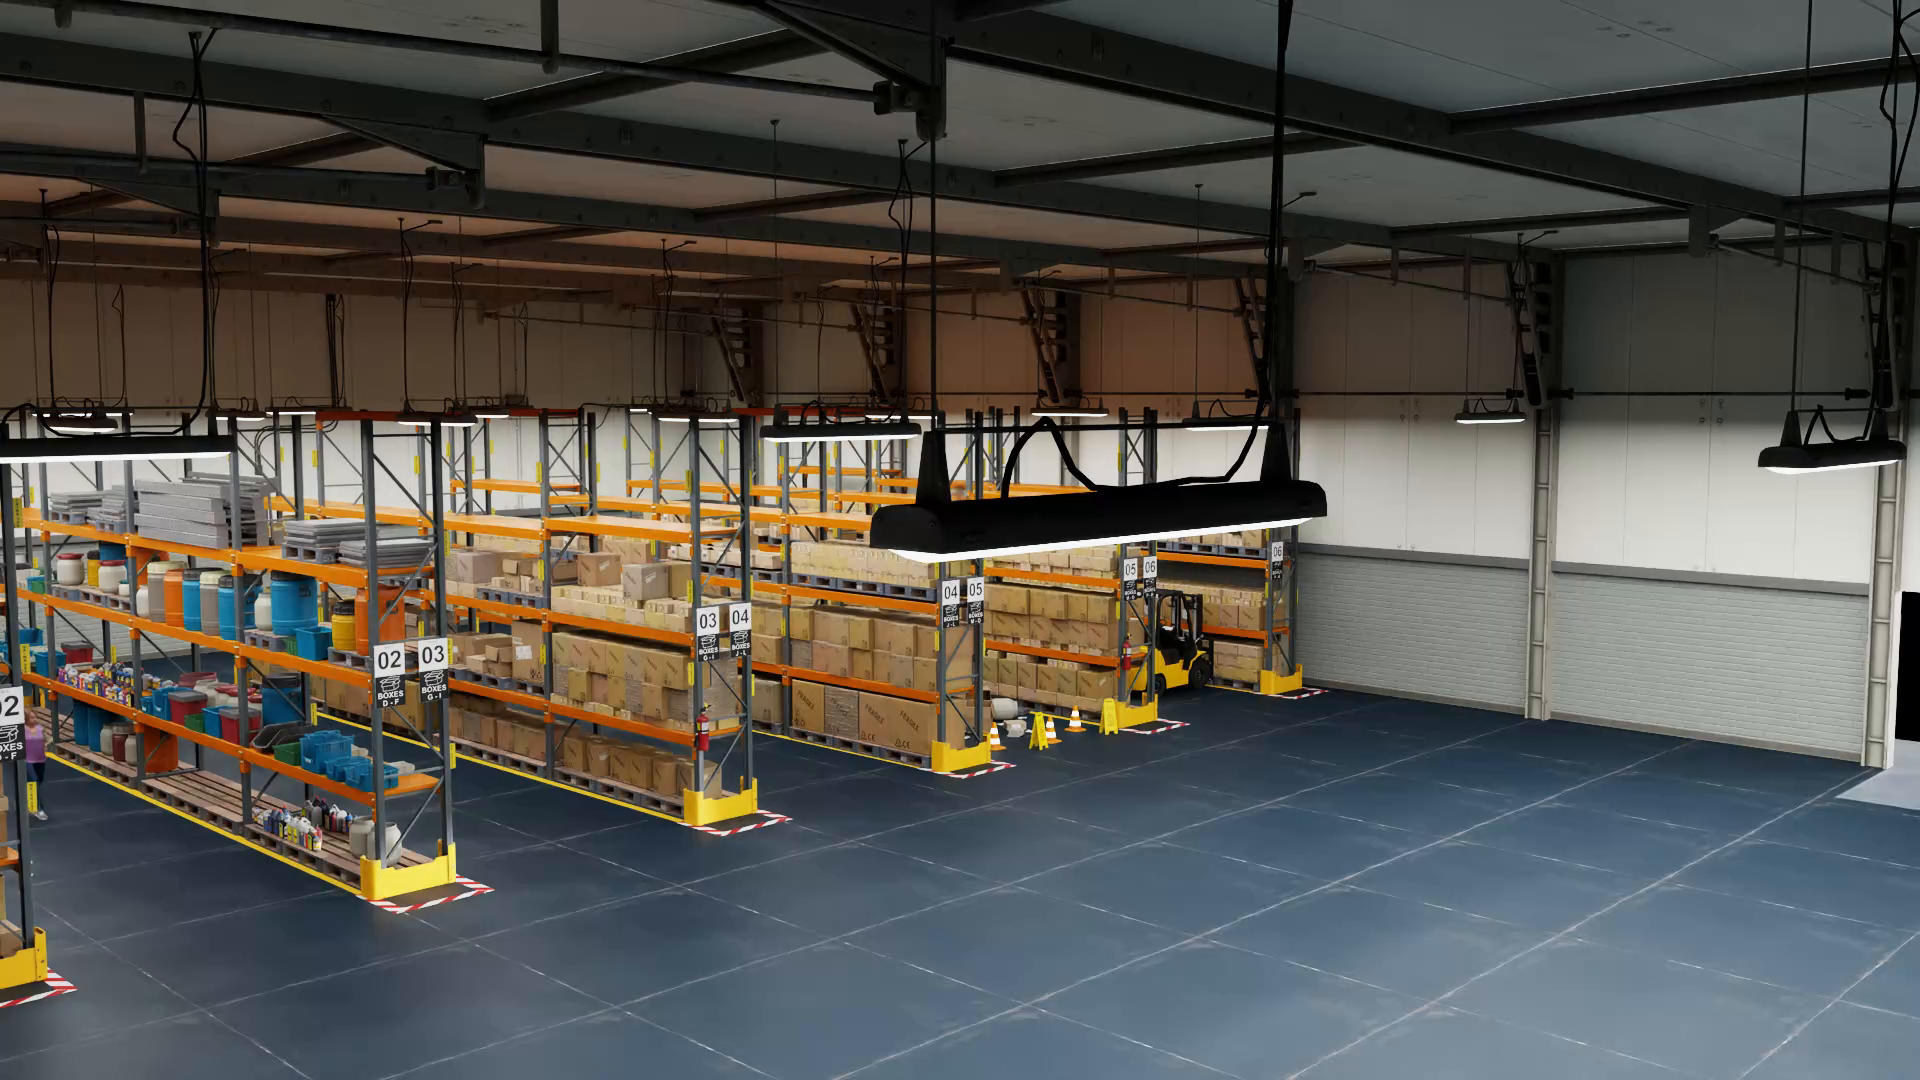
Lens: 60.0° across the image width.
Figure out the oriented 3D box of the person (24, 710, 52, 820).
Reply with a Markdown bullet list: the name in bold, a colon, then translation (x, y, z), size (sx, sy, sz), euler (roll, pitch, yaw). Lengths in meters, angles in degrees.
- **person**: translation (-13.822, 3.324, 24.775), size (0.874, 1.577, 0.547), euler (4, 6, 36)

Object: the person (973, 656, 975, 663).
- **person**: translation (-0.017, 2.170, 37.347), size (0.935, 1.719, 0.666), euler (3, 6, 33)
